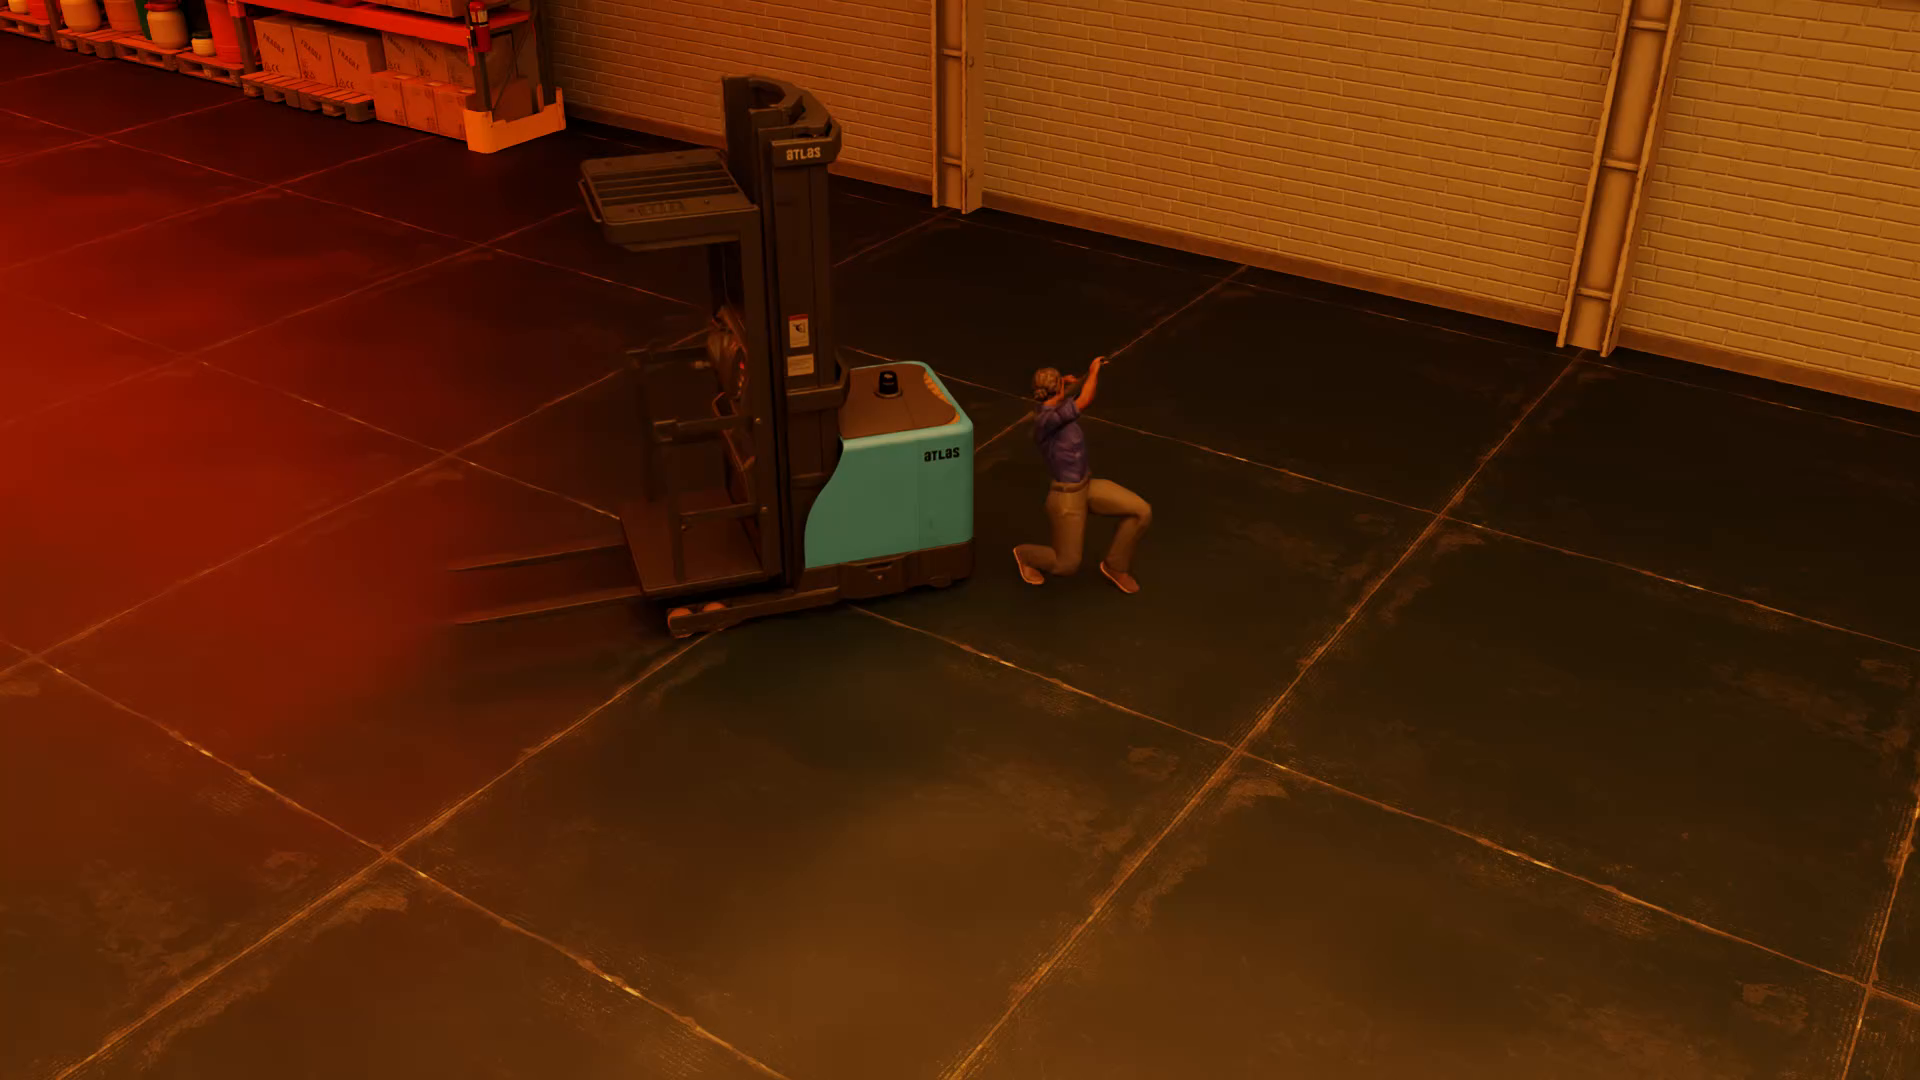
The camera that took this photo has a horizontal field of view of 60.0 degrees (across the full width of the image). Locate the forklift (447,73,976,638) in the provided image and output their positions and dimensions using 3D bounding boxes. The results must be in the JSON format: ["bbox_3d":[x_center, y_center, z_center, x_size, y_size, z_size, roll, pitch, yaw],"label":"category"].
[{"bbox_3d":[-1.481,-1.004,9.310,3.031,2.935,1.130,-9,31,-16],"label":"forklift"}]

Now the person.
[{"bbox_3d":[0.802,-0.452,9.884,0.841,1.441,1.002,12,32,20],"label":"person"}]
